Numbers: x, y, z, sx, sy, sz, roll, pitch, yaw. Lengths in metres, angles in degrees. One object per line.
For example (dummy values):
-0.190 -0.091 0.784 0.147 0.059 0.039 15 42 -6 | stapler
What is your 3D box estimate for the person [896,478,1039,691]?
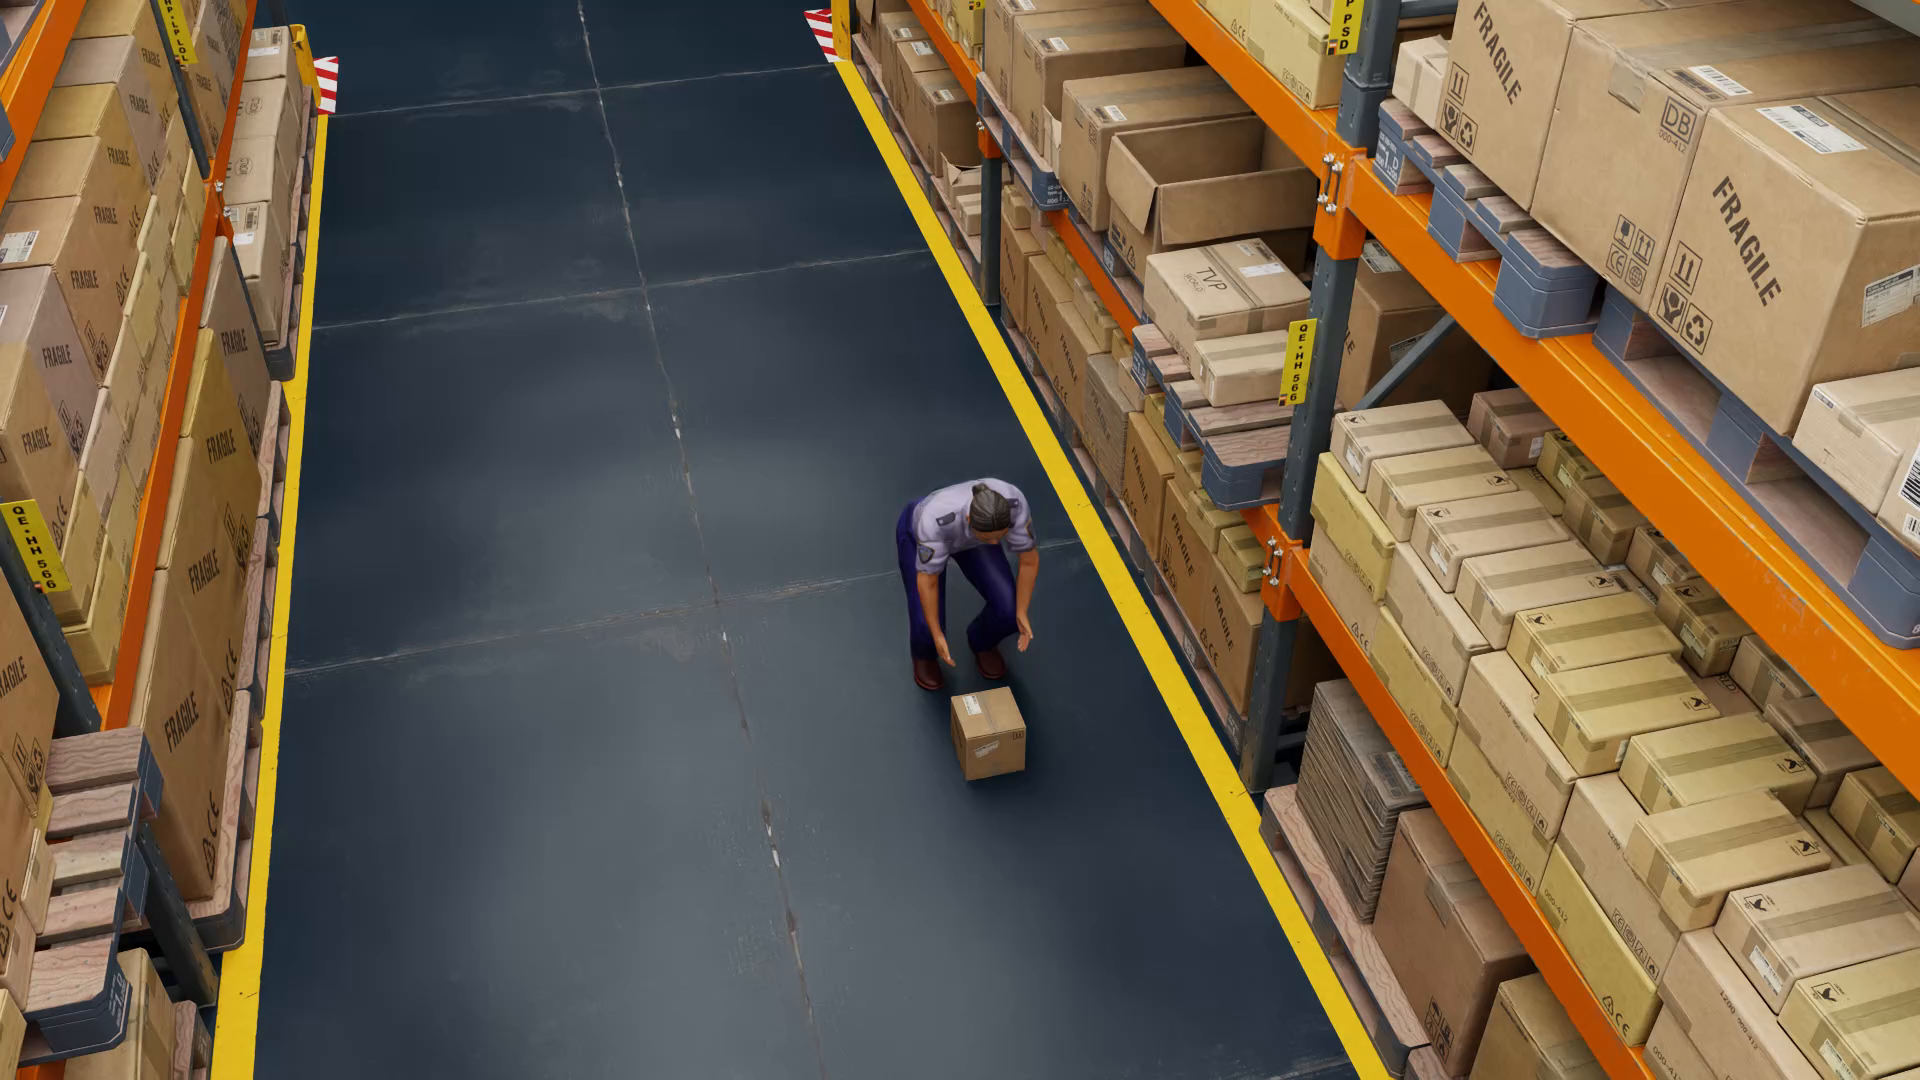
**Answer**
0.027 0.115 6.971 0.537 1.169 0.752 -9 39 -12 | person
